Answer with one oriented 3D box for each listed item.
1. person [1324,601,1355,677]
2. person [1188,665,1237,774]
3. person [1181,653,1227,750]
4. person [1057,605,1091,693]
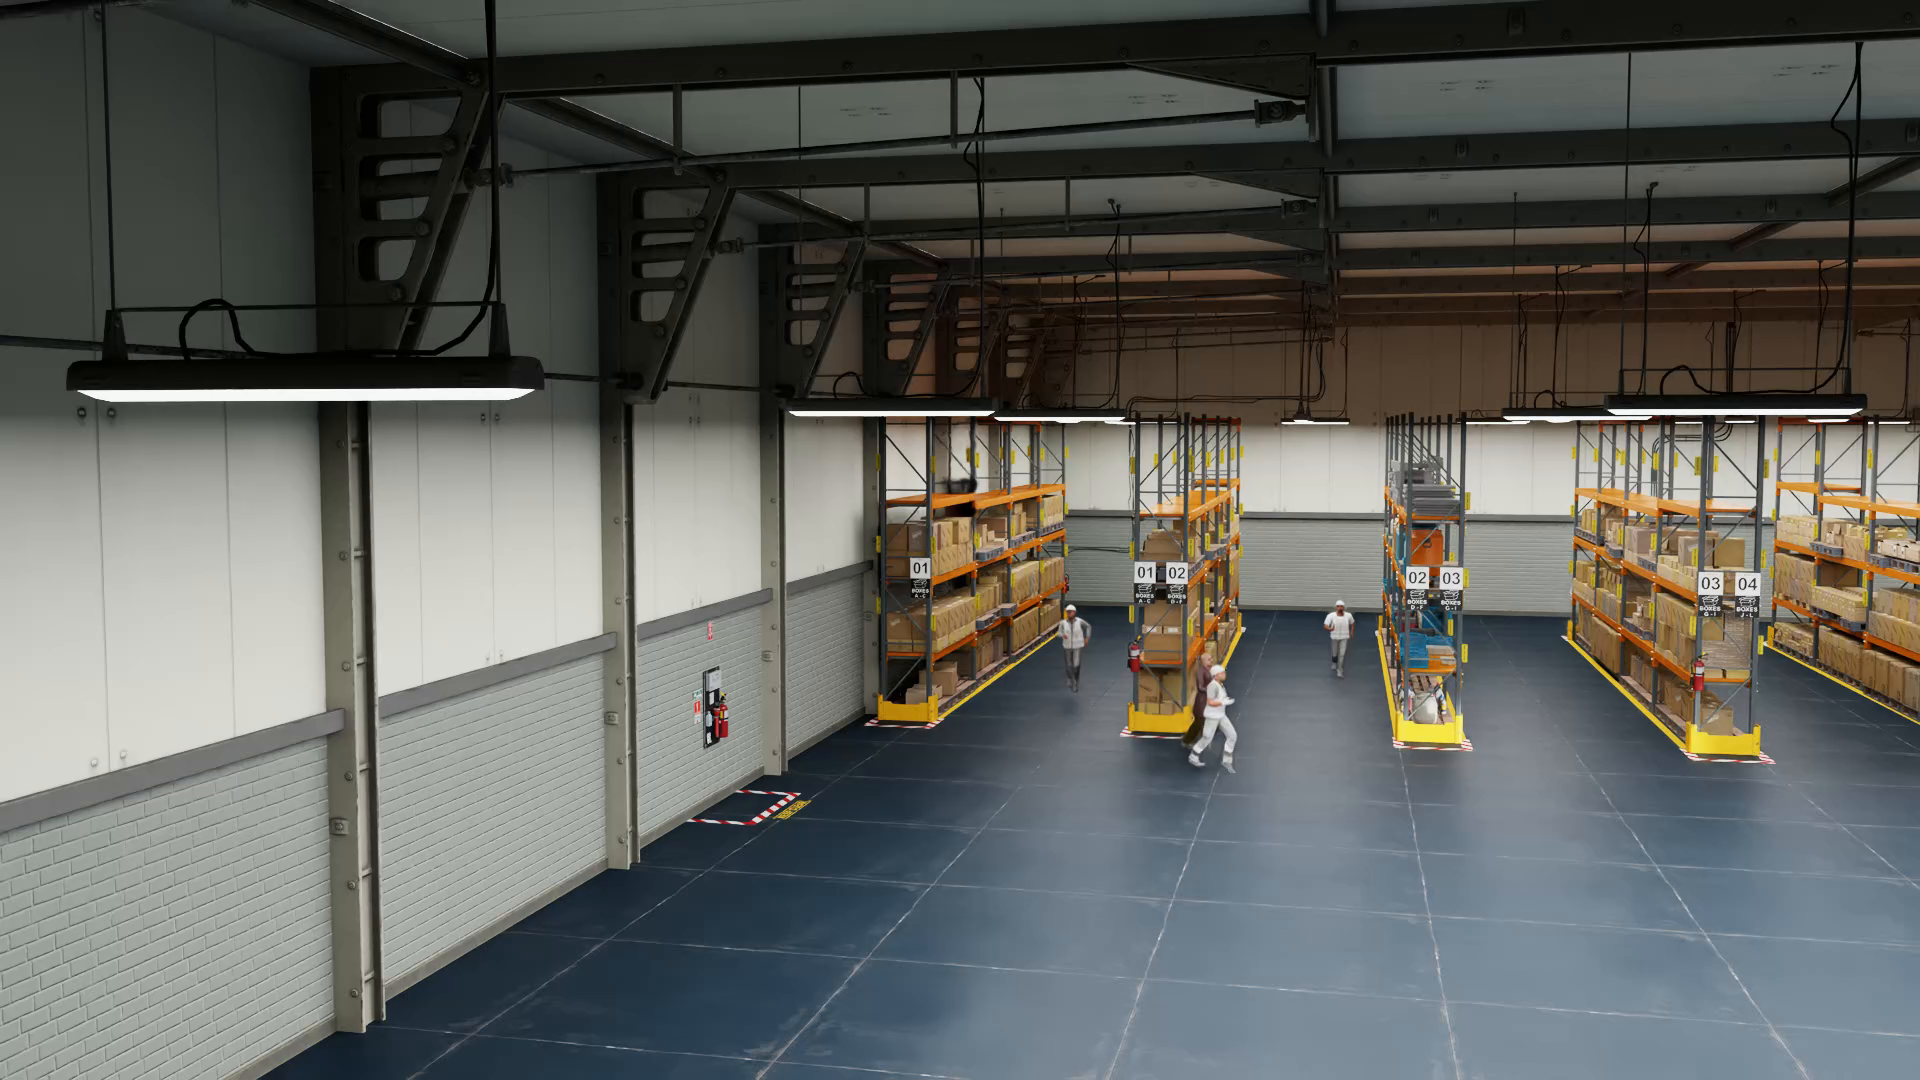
[{"bbox_3d":[8.734,2.255,38.279,0.715,1.741,0.822,1,4,9],"label":"person"},{"bbox_3d":[4.171,2.979,27.572,0.838,1.831,0.629,3,5,34],"label":"person"},{"bbox_3d":[4.352,2.849,29.323,0.904,1.738,0.728,3,5,42],"label":"person"},{"bbox_3d":[2.350,2.251,34.444,0.664,1.825,0.839,1,4,12],"label":"person"}]
